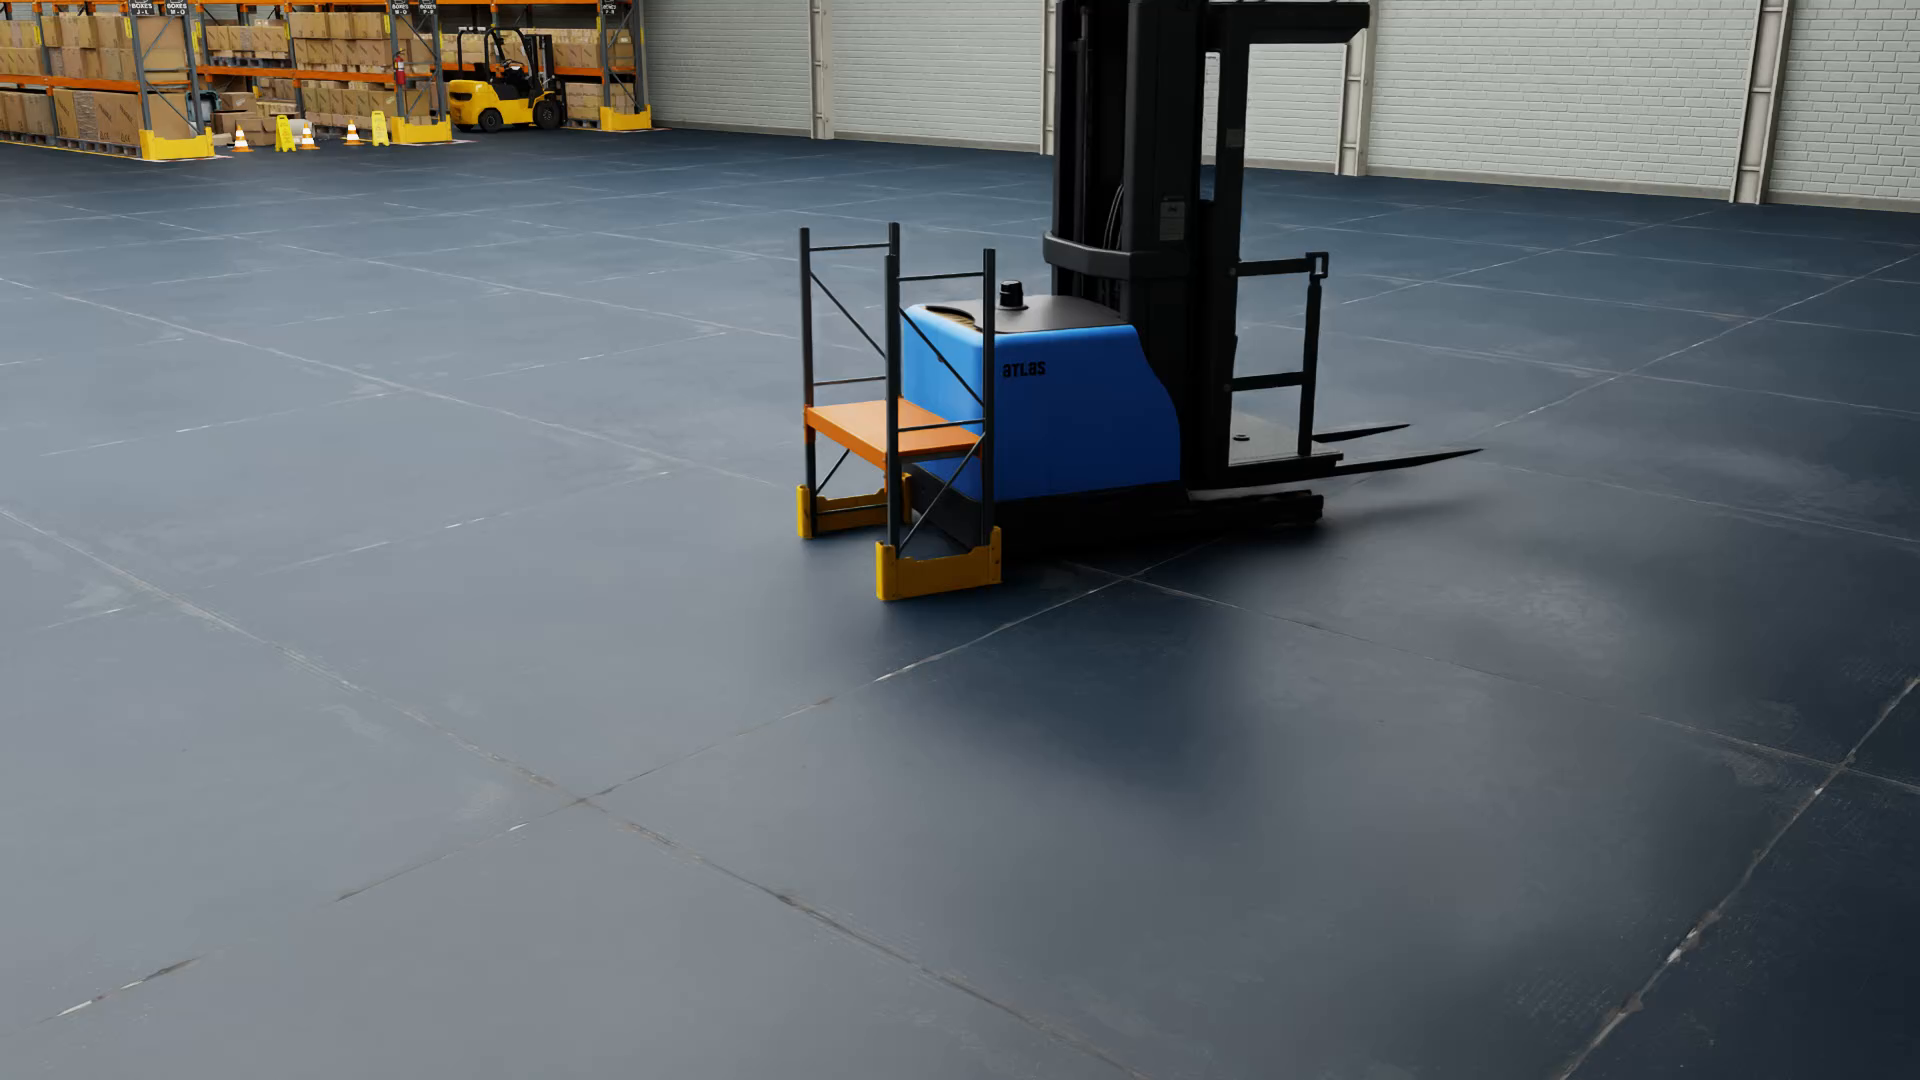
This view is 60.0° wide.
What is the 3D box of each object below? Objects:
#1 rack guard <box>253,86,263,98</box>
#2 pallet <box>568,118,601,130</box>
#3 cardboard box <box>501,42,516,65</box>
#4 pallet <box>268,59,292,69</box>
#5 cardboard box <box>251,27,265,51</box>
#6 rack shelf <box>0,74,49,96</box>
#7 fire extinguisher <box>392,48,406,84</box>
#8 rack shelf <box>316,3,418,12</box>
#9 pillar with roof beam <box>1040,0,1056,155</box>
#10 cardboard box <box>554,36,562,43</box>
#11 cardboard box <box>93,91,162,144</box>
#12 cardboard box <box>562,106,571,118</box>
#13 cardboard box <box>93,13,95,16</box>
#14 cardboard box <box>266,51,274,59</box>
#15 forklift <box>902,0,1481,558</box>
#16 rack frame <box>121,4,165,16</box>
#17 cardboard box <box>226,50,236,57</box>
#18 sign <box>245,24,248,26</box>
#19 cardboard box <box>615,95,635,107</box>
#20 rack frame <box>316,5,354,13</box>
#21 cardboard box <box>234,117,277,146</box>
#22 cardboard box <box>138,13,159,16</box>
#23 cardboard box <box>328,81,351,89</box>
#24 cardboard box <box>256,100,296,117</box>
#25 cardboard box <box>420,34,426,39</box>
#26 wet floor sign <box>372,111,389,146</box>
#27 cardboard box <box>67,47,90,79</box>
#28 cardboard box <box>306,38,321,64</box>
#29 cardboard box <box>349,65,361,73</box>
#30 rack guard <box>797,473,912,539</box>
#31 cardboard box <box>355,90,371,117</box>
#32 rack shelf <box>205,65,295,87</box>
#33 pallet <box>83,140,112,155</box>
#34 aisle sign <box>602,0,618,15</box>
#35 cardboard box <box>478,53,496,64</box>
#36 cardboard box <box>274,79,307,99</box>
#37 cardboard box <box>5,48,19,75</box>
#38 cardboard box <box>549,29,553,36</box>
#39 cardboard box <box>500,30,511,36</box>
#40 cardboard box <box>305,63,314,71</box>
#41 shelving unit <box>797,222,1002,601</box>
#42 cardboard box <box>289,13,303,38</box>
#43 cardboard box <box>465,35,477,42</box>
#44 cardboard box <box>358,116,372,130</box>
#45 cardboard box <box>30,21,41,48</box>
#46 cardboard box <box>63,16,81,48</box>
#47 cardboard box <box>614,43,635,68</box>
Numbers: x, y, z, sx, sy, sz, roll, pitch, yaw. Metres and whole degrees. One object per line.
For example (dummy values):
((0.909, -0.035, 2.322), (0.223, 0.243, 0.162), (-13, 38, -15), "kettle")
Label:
((-19.267, -12.486, 46.627), (0.348, 0.500, 1.175), (15, 23, 39), "rack guard")
((-7.956, -9.295, 37.050), (1.213, 0.211, 1.003), (15, 23, 39), "pallet")
((-10.190, -11.182, 38.223), (0.500, 0.500, 0.500), (14, 22, 38), "cardboard box")
((-14.115, -10.254, 35.780), (1.213, 0.211, 1.003), (15, 23, 39), "pallet")
((-14.892, -10.794, 35.813), (0.500, 0.500, 0.500), (16, 24, 41), "cardboard box")
((-18.346, -9.078, 32.945), (4.000, 0.370, 1.077), (15, 23, 39), "rack shelf")
((-10.869, -9.192, 32.244), (0.183, 0.674, 0.296), (15, 23, 39), "fire extinguisher")
((-14.836, -13.574, 42.156), (4.000, 0.370, 1.077), (15, 23, 39), "rack shelf")
((-1.161, -10.300, 25.689), (0.400, 9.000, 9.100), (15, 23, 39), "pillar with roof beam")
((-8.778, -11.095, 36.875), (0.250, 0.149, 0.380), (15, 23, 40), "cardboard box")
((-15.069, -7.701, 30.236), (0.875, 0.875, 0.875), (15, 23, 38), "cardboard box")
((-8.652, -9.597, 37.243), (0.500, 0.250, 0.500), (15, 23, 40), "cardboard box")
((-21.173, -12.906, 40.928), (0.250, 0.149, 0.380), (15, 23, 39), "cardboard box")
((-14.611, -10.381, 35.584), (0.250, 0.149, 0.380), (15, 23, 38), "cardboard box")
((1.272, -1.584, 8.259), (3.031, 2.935, 1.130), (-7, 19, -22), "forklift")
((-19.624, -11.765, 40.226), (0.127, 3.000, 1.000), (15, 23, 39), "rack frame")
((-15.957, -10.746, 36.734), (0.250, 0.149, 0.380), (15, 23, 40), "cardboard box")
((-16.279, -11.601, 37.925), (0.005, 0.325, 0.100), (15, 23, 39), "sign")
((-7.570, -9.749, 36.897), (0.500, 0.250, 0.500), (16, 23, 40), "cardboard box")
((-16.332, -12.889, 43.766), (0.127, 3.000, 1.000), (15, 23, 39), "rack frame")
((-13.643, -7.946, 32.318), (0.637, 0.503, 0.797), (0, 18, 2), "cardboard box")
((-19.688, -12.721, 40.346), (0.250, 0.149, 0.380), (15, 23, 38), "cardboard box")
((-12.736, -9.341, 34.125), (0.250, 0.149, 0.380), (17, 24, 42), "cardboard box")
((-15.095, -9.494, 36.719), (0.625, 0.372, 0.950), (16, 24, 41), "cardboard box")
((-12.888, -12.213, 40.399), (0.250, 0.149, 0.380), (16, 24, 41), "cardboard box")
((-11.217, -7.954, 32.107), (0.267, 0.644, 0.232), (-9, 20, -27), "wet floor sign")
((-15.814, -8.779, 30.566), (0.550, 0.550, 0.875), (15, 23, 39), "cardboard box")
((-13.105, -10.102, 34.326), (0.500, 0.500, 0.500), (15, 23, 39), "cardboard box")
((-12.073, -9.504, 33.515), (0.250, 0.149, 0.380), (15, 23, 39), "cardboard box")
((-0.520, -0.171, 8.239), (0.587, 0.250, 0.087), (-8, 19, -24), "rack guard")
((-11.813, -8.809, 33.521), (0.500, 0.500, 0.500), (16, 24, 41), "cardboard box")
((-15.136, -10.218, 36.538), (4.000, 0.370, 1.077), (15, 23, 39), "rack shelf")
((-15.417, -7.274, 30.685), (1.213, 0.211, 1.003), (15, 23, 39), "pallet")
((-7.502, -11.639, 35.530), (0.004, 0.787, 0.394), (15, 23, 39), "aisle sign")
((-10.899, -11.253, 38.860), (0.500, 0.250, 0.500), (16, 23, 40), "cardboard box")
((-18.316, -12.376, 45.589), (0.500, 0.500, 0.700), (16, 24, 41), "cardboard box")
((-18.174, -9.314, 32.335), (0.500, 0.500, 0.500), (15, 23, 40), "cardboard box")
((-8.916, -11.309, 37.059), (0.250, 0.149, 0.380), (15, 23, 40), "cardboard box")
((-10.307, -11.650, 38.134), (0.250, 0.149, 0.380), (16, 23, 40), "cardboard box")
((-13.394, -9.865, 34.651), (0.250, 0.149, 0.380), (16, 24, 41), "cardboard box")
((-0.305, -0.631, 7.621), (0.587, 1.500, 1.083), (-8, 19, -24), "shelving unit")
((-13.455, -10.688, 34.520), (0.500, 0.500, 0.700), (15, 23, 39), "cardboard box")
((-11.389, -11.790, 39.064), (0.250, 0.149, 0.380), (14, 22, 38), "cardboard box")
((-11.814, -8.453, 33.639), (0.500, 0.250, 0.500), (15, 23, 39), "cardboard box")
((-17.226, -9.642, 31.715), (0.500, 0.500, 0.700), (15, 23, 38), "cardboard box")
((-15.796, -9.300, 30.423), (0.550, 0.550, 0.875), (15, 23, 39), "cardboard box")
((-7.543, -10.690, 36.671), (0.500, 0.500, 0.500), (16, 24, 41), "cardboard box")
